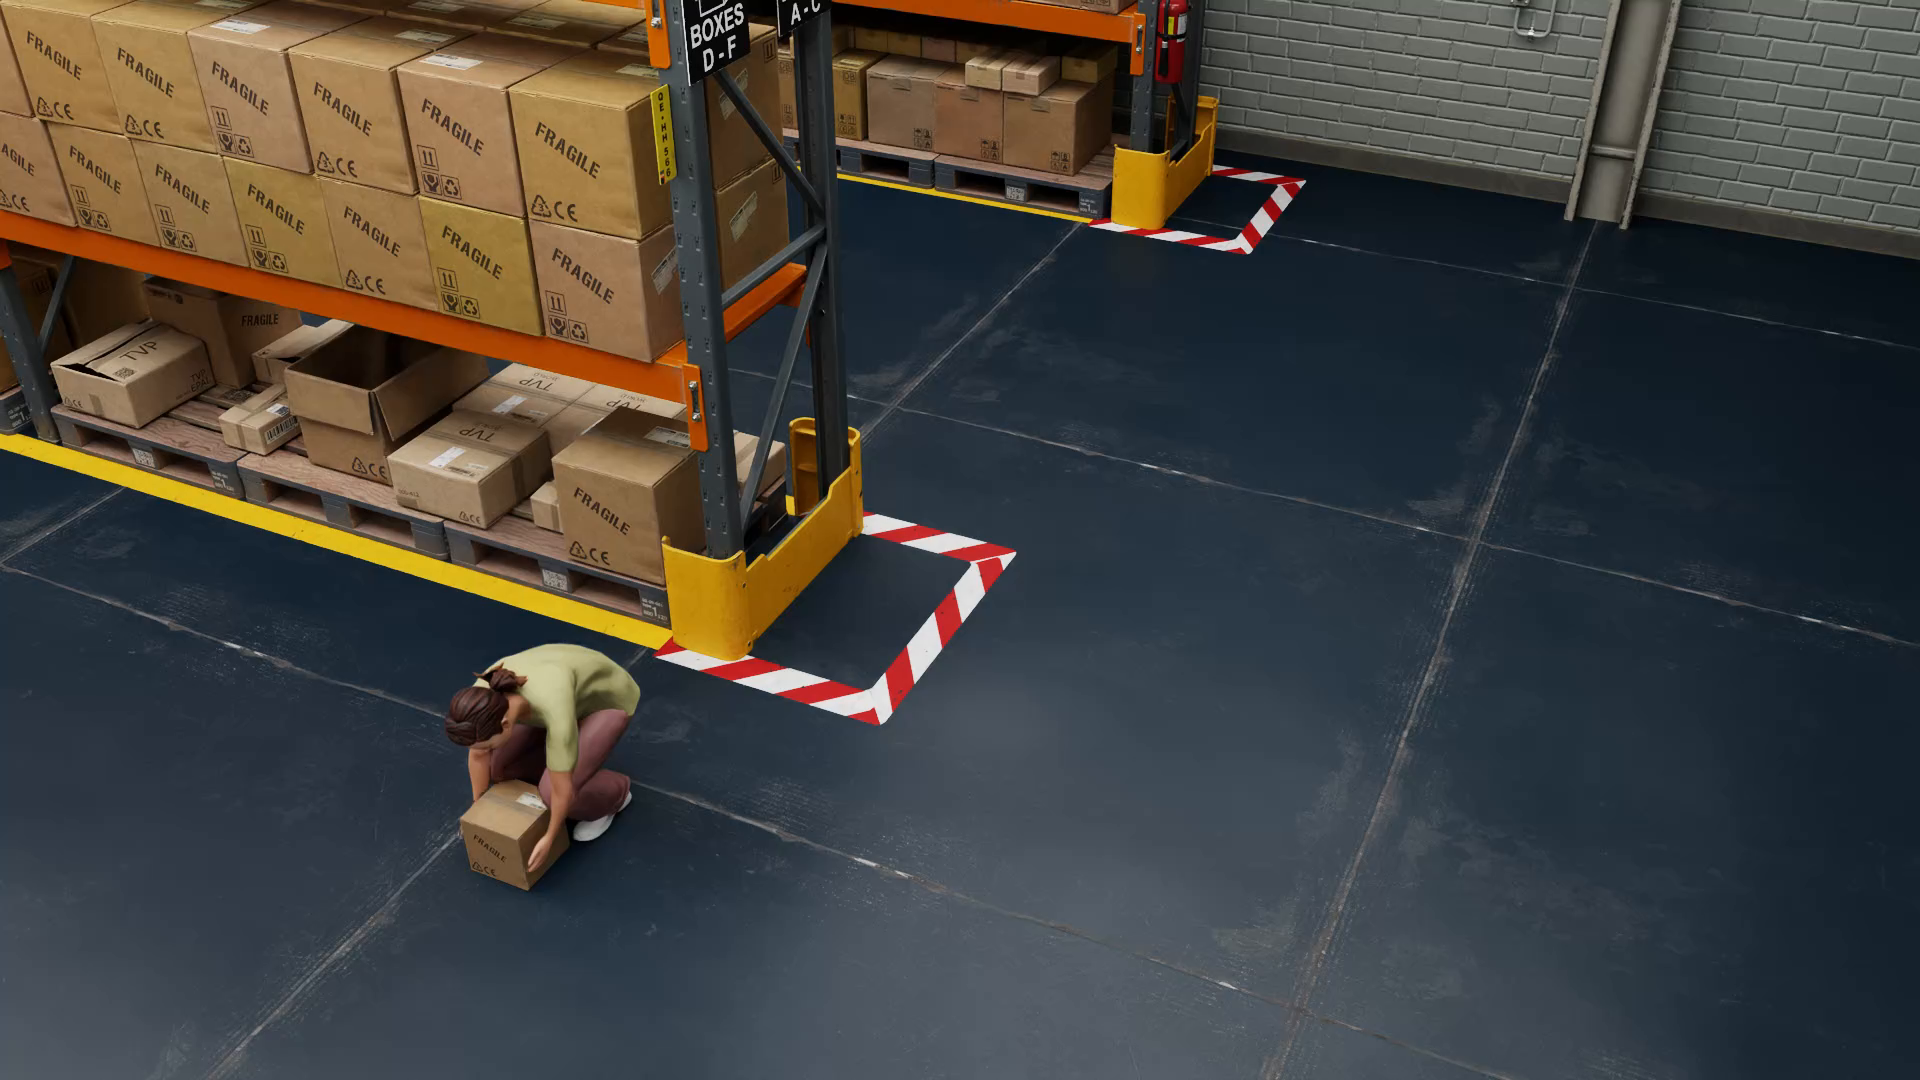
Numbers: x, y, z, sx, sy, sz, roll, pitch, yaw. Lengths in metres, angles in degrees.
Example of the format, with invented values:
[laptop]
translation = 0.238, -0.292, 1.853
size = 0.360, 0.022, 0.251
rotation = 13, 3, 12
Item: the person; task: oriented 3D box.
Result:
[person]
translation = -1.456, 0.699, 5.832
size = 0.493, 0.864, 0.798
rotation = 20, 39, 27
